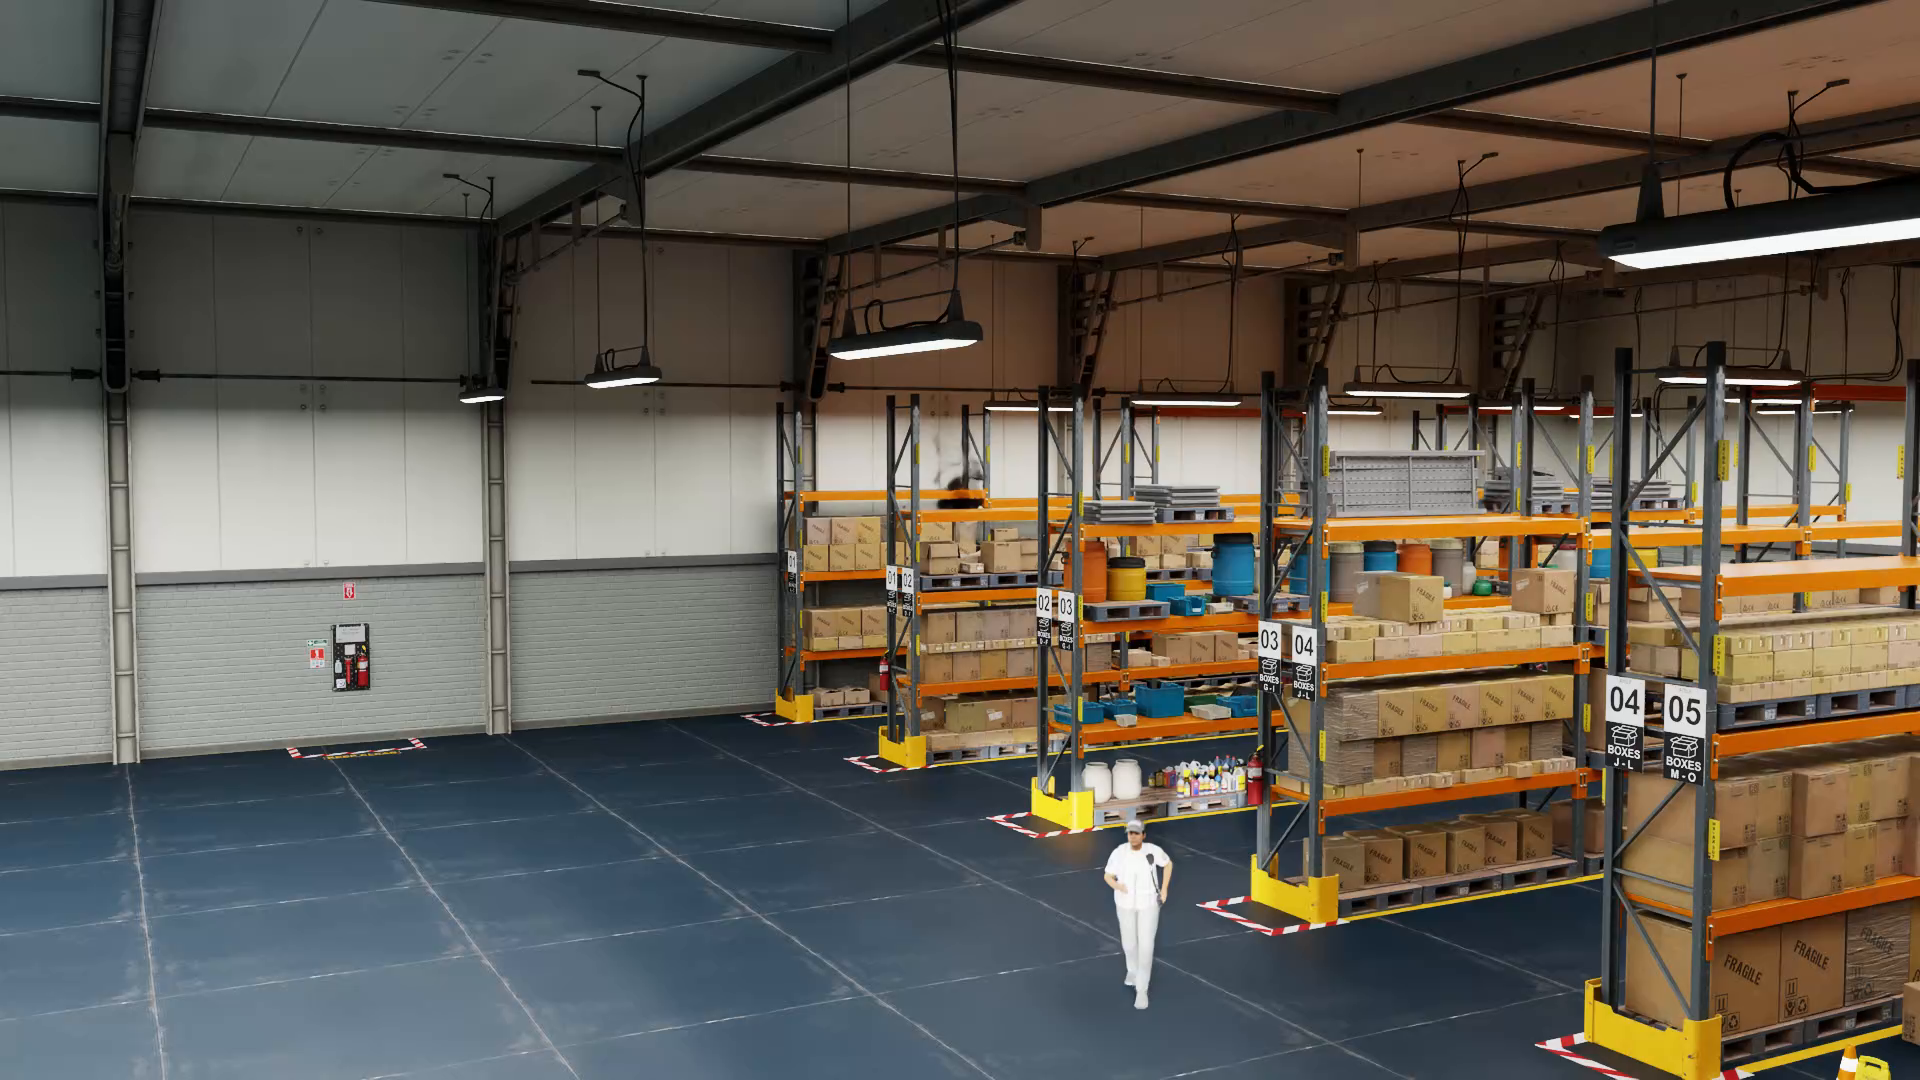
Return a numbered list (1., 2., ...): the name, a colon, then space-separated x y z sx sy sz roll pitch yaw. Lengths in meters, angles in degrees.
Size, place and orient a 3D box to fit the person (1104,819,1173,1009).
1. person: 1.663 3.465 15.606 0.608 1.719 0.759 1 3 16
